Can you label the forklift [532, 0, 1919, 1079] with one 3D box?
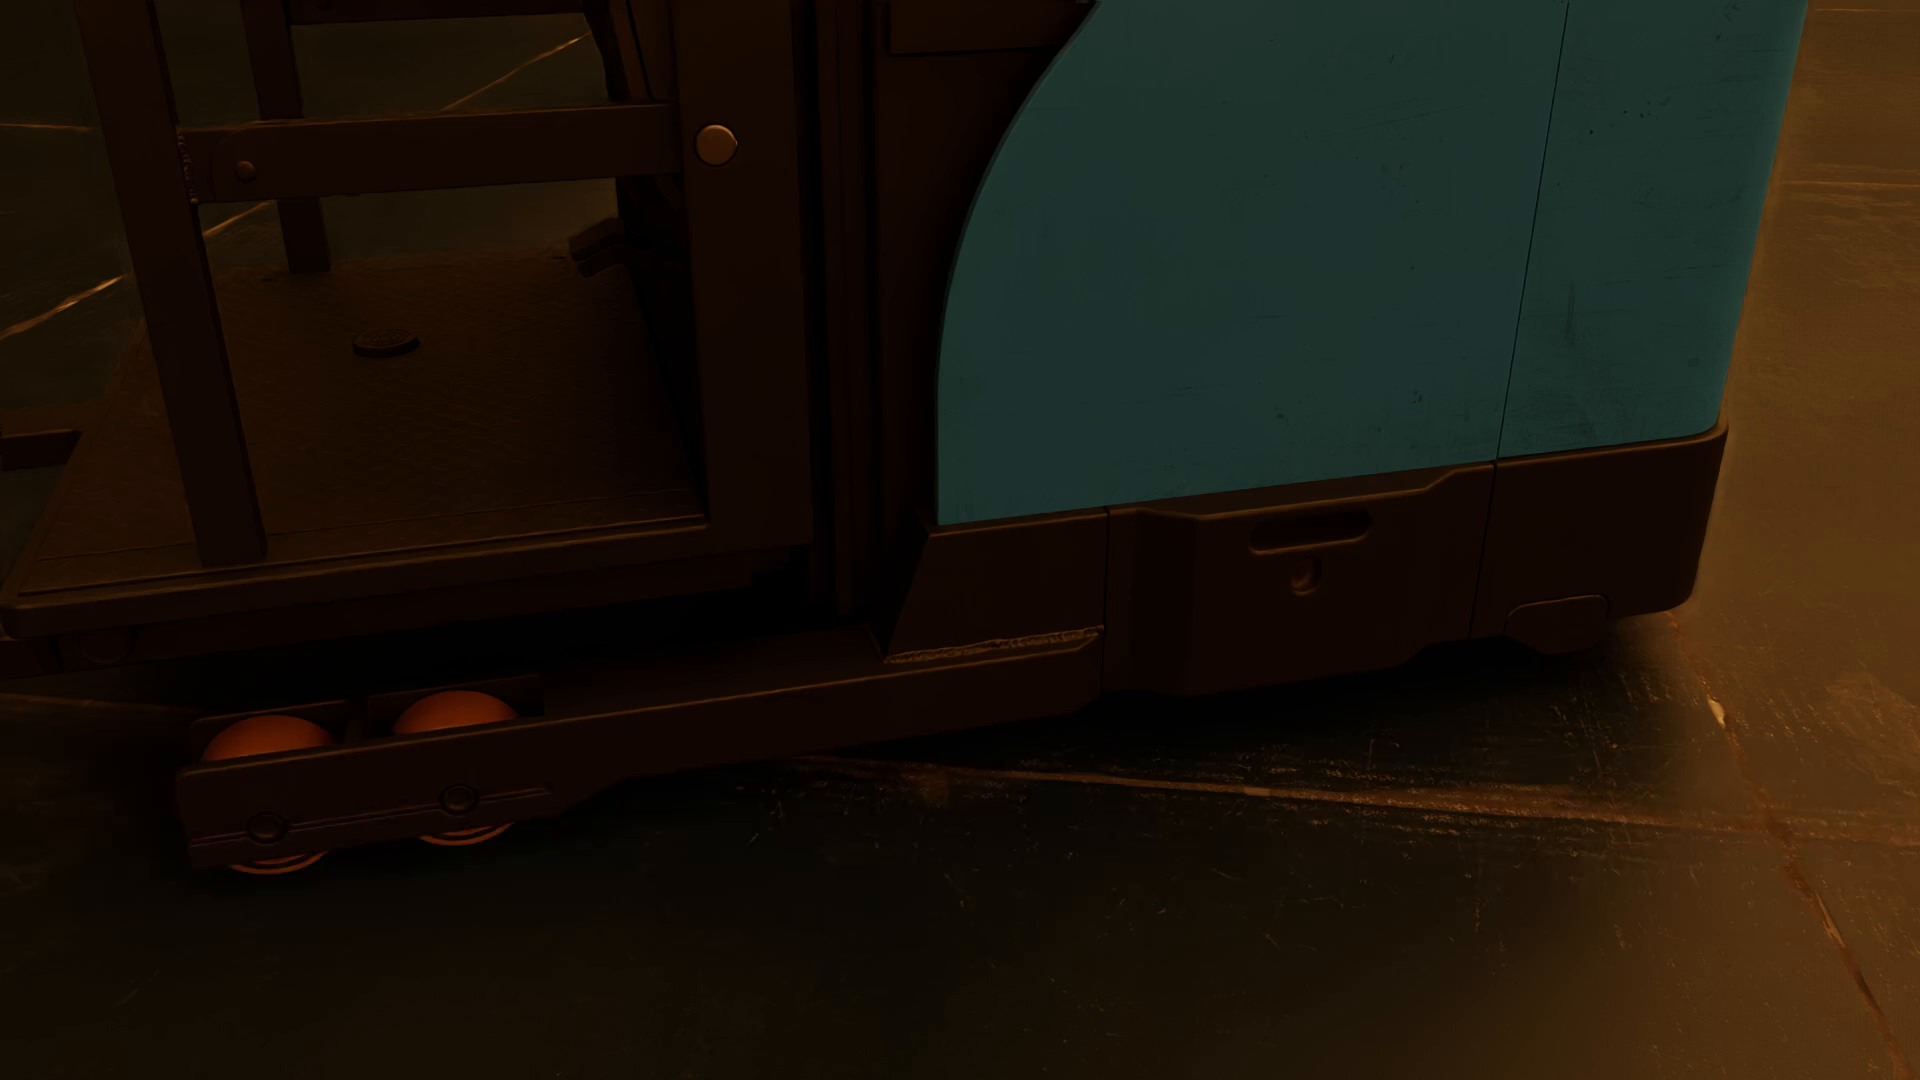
[{"bbox_3d":[0.153,-1.049,1.319,1.130,2.935,3.031,-7,27,-13],"label":"forklift"}]
